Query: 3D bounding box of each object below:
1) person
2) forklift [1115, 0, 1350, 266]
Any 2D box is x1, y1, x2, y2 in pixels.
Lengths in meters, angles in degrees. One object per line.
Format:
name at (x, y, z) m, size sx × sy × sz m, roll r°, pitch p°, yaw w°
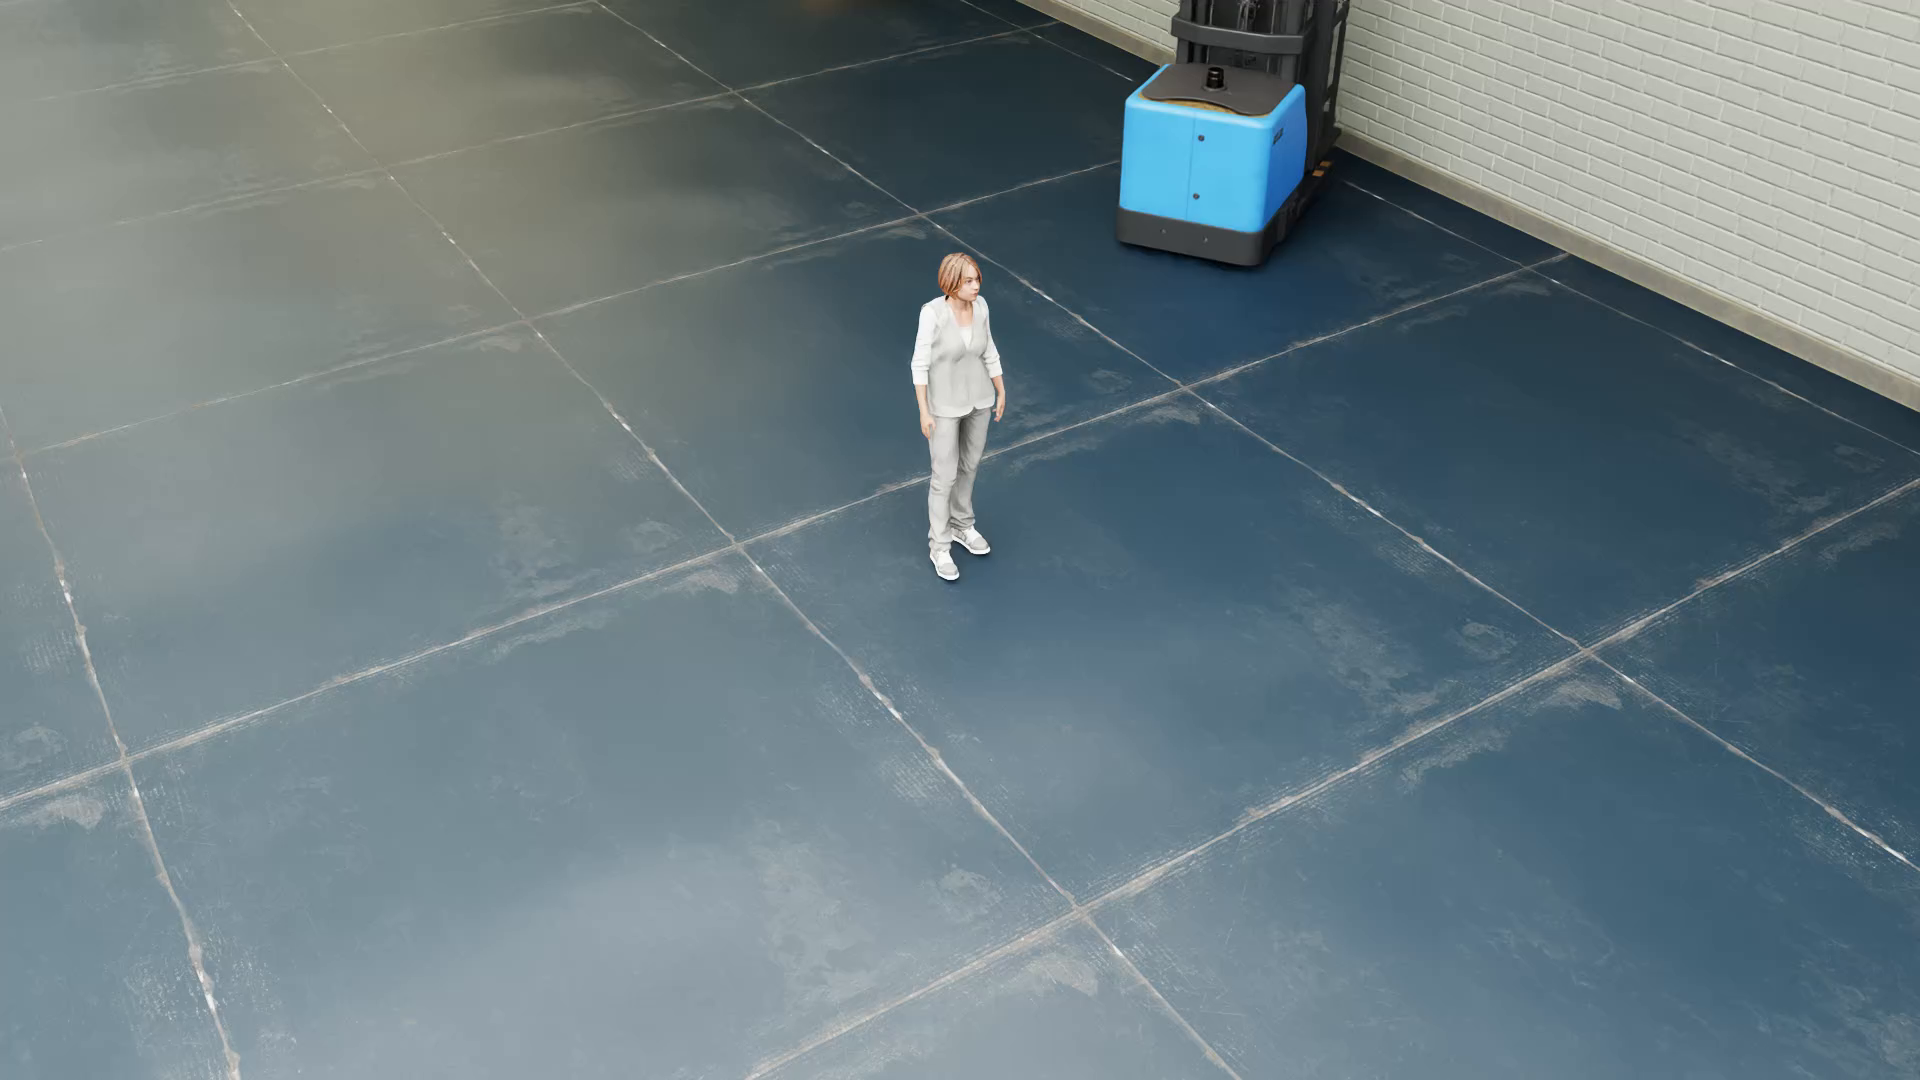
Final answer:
person at (0.029, -0.619, 8.176) m, size 0.520 × 1.599 × 0.473 m, roll -21°, pitch 40°, yaw -27°
forklift at (2.172, -3.879, 11.668) m, size 1.130 × 2.935 × 3.031 m, roll 15°, pitch 38°, yaw 21°
